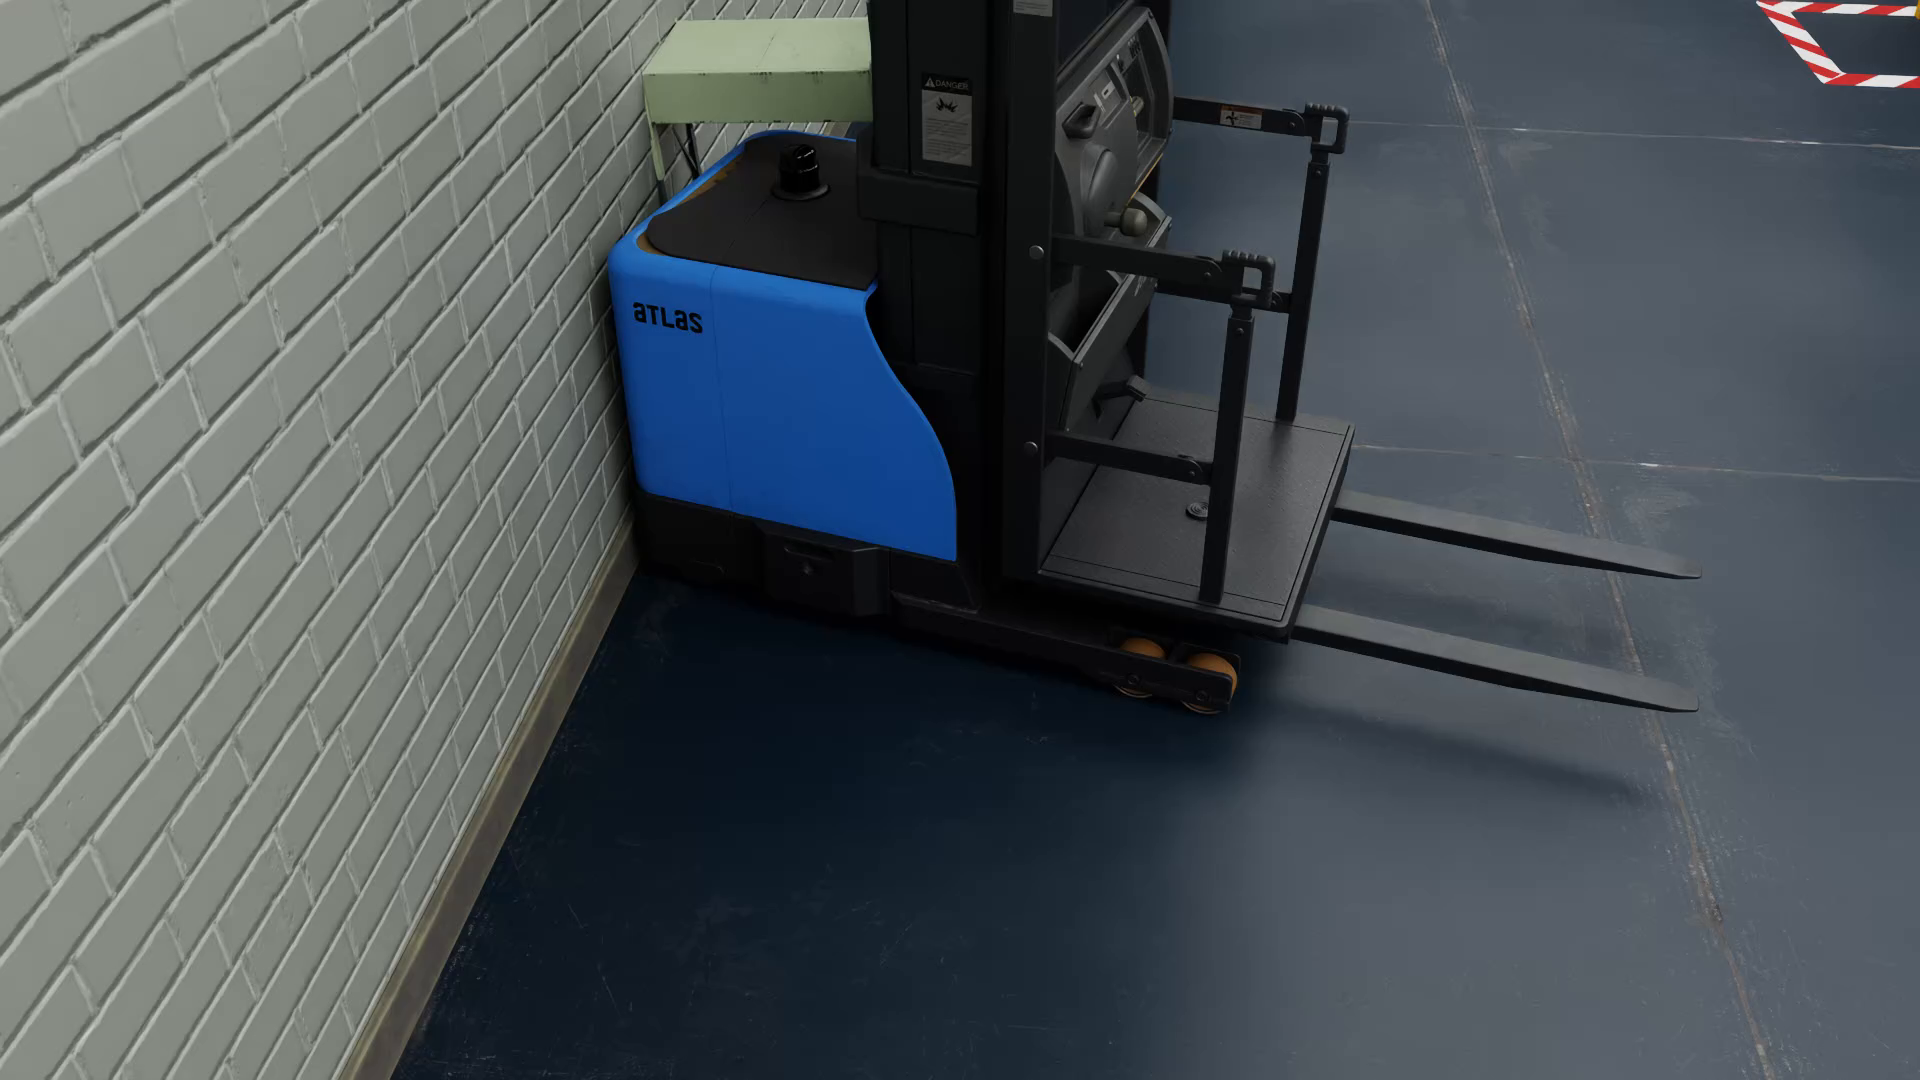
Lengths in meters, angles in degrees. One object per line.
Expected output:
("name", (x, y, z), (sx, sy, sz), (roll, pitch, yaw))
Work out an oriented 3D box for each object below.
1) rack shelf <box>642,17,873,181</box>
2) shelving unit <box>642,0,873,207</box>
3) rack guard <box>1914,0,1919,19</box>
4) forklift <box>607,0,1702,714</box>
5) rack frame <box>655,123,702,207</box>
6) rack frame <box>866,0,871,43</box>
("rack shelf", (-0.563, -1.371, 5.117), (0.720, 0.370, 0.431), (2, 39, 9))
("shelving unit", (-0.535, -1.068, 5.362), (0.755, 1.500, 0.431), (2, 39, 9))
("rack guard", (5.503, -2.855, 8.820), (0.348, 0.500, 1.175), (4, 36, 6))
("forklift", (0.589, -1.065, 4.219), (3.031, 2.935, 1.130), (12, 37, 17))
("rack frame", (-0.897, -1.079, 5.416), (0.023, 1.500, 0.400), (2, 39, 9))
("rack frame", (-0.173, -1.057, 5.307), (0.023, 1.500, 0.400), (2, 39, 9))
